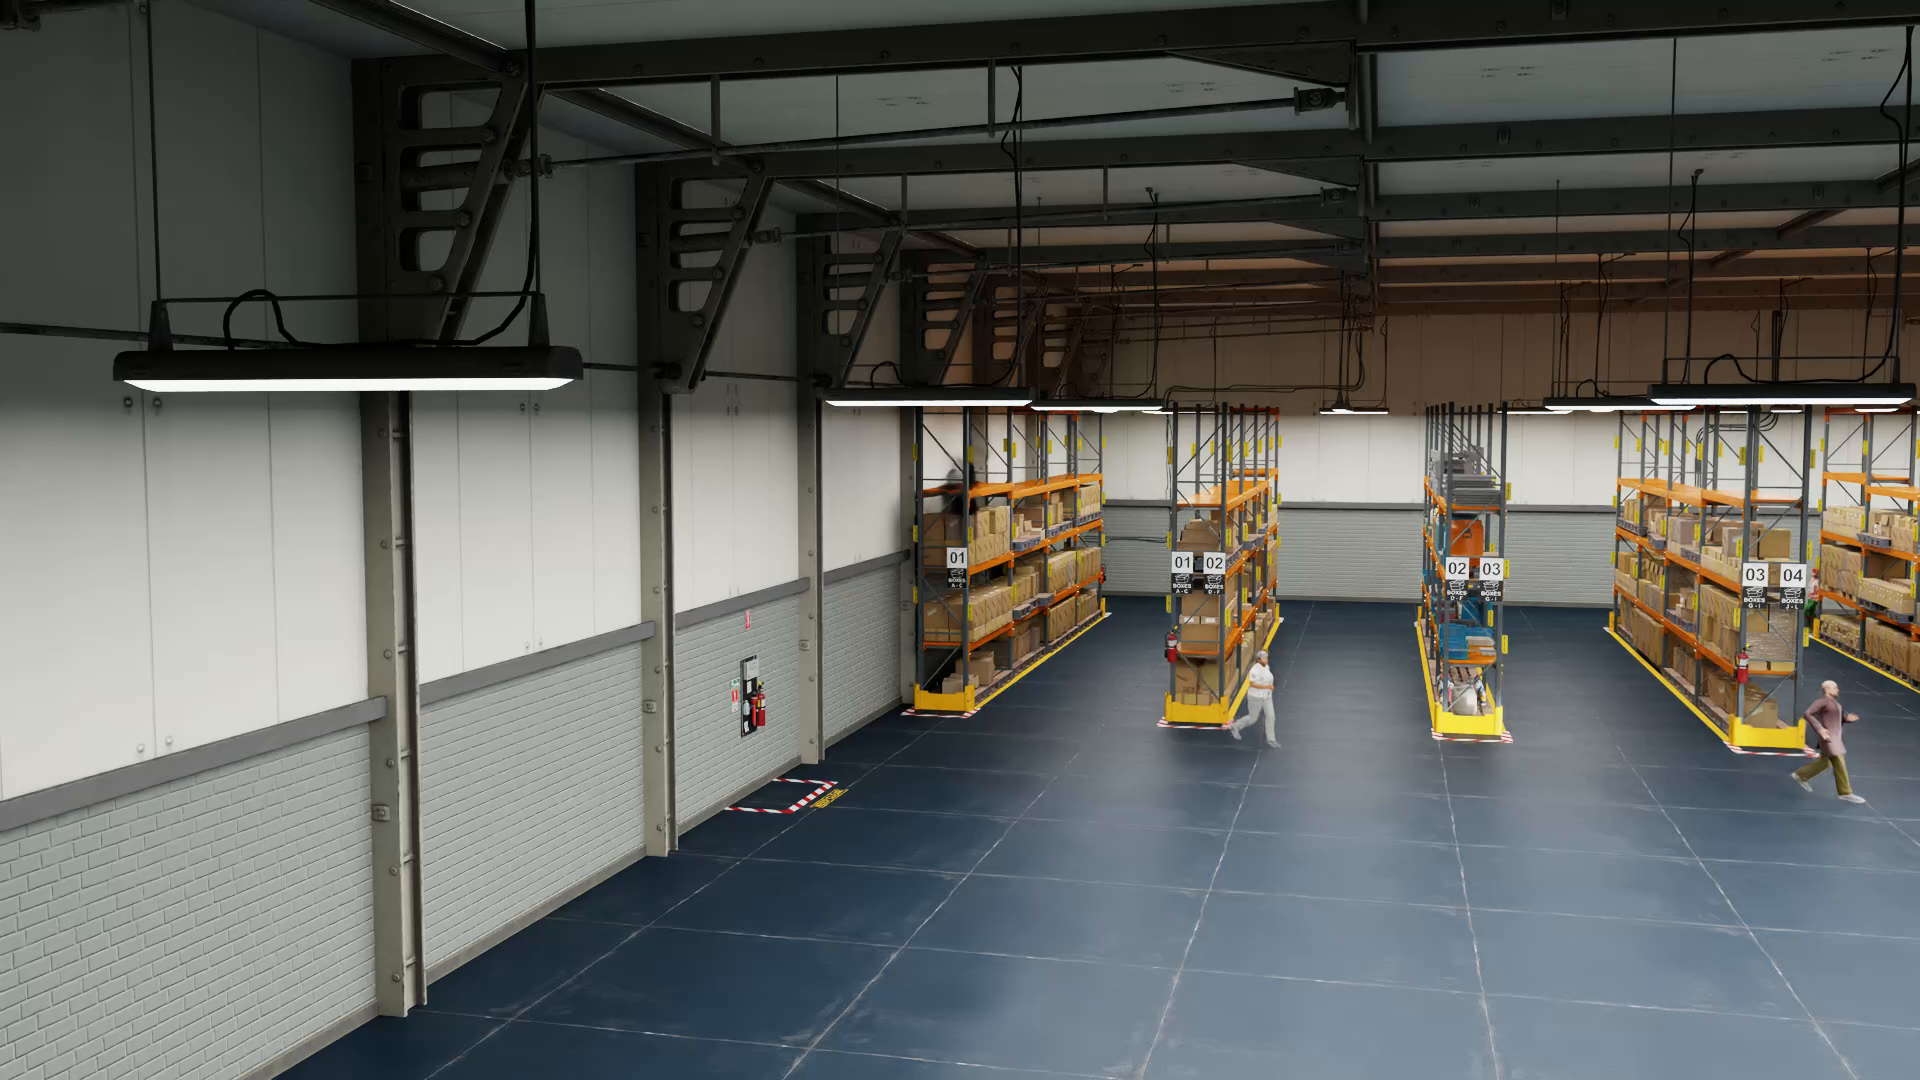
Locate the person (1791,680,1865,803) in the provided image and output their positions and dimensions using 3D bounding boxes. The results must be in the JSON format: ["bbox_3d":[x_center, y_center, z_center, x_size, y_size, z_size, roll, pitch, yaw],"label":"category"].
[{"bbox_3d":[12.986,2.973,24.814,1.036,1.761,0.703,4,6,42],"label":"person"}]

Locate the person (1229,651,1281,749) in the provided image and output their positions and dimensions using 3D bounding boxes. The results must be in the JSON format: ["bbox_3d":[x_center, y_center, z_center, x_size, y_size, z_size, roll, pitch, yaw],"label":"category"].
[{"bbox_3d":[5.195,2.758,29.013,0.928,1.683,0.615,4,6,44],"label":"person"}]

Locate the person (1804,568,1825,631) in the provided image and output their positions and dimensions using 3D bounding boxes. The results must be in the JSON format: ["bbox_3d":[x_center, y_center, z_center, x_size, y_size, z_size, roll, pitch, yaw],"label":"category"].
[{"bbox_3d":[22.699,1.586,44.213,0.638,1.753,0.720,0,4,-1],"label":"person"}]
